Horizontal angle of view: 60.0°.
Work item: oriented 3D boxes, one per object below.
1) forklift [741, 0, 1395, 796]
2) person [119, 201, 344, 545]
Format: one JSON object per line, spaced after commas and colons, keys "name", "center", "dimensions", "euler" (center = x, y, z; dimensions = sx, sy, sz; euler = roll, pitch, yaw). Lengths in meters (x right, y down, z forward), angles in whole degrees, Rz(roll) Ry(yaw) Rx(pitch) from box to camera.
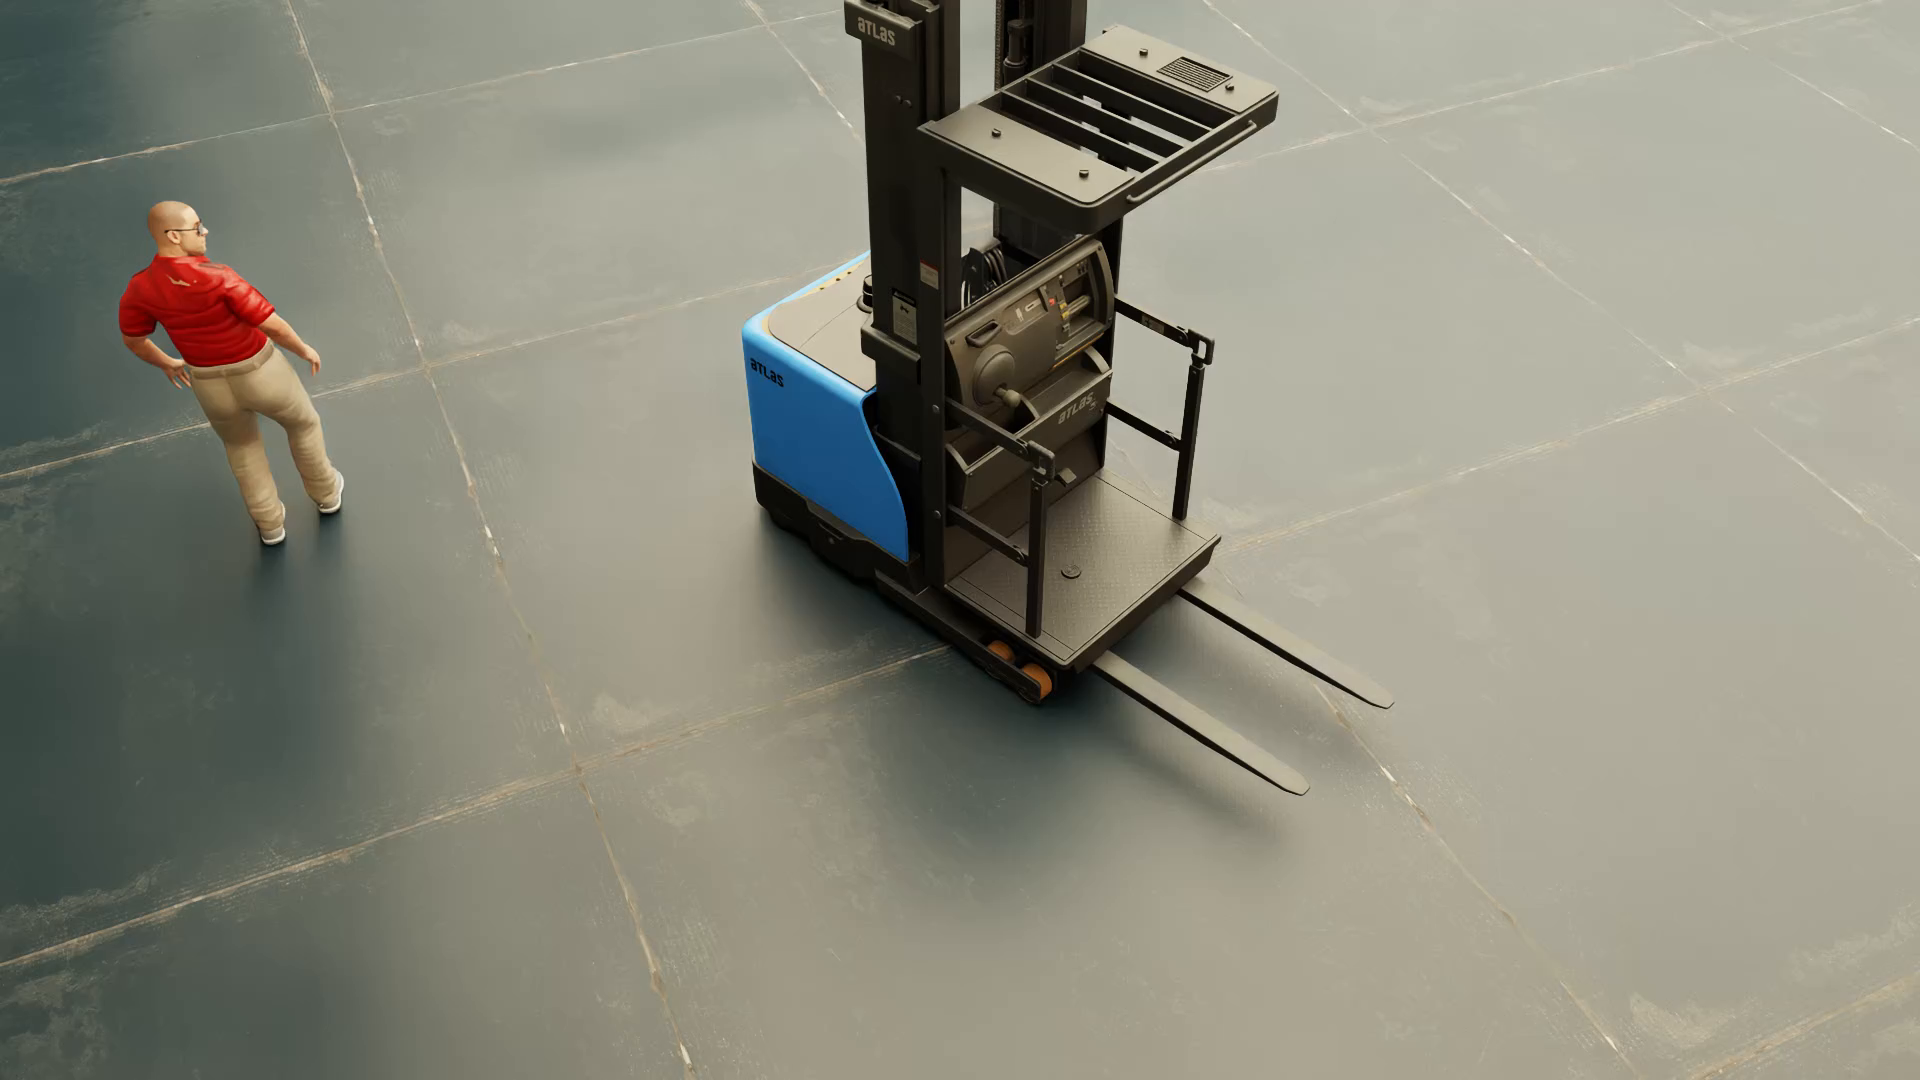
{"name": "forklift", "center": [0.445, -0.788, 6.525], "dimensions": [3.031, 2.935, 1.130], "euler": [32, 52, 30]}
{"name": "person", "center": [-3.221, -0.762, 7.394], "dimensions": [0.748, 1.709, 0.520], "euler": [-5, 43, -5]}
